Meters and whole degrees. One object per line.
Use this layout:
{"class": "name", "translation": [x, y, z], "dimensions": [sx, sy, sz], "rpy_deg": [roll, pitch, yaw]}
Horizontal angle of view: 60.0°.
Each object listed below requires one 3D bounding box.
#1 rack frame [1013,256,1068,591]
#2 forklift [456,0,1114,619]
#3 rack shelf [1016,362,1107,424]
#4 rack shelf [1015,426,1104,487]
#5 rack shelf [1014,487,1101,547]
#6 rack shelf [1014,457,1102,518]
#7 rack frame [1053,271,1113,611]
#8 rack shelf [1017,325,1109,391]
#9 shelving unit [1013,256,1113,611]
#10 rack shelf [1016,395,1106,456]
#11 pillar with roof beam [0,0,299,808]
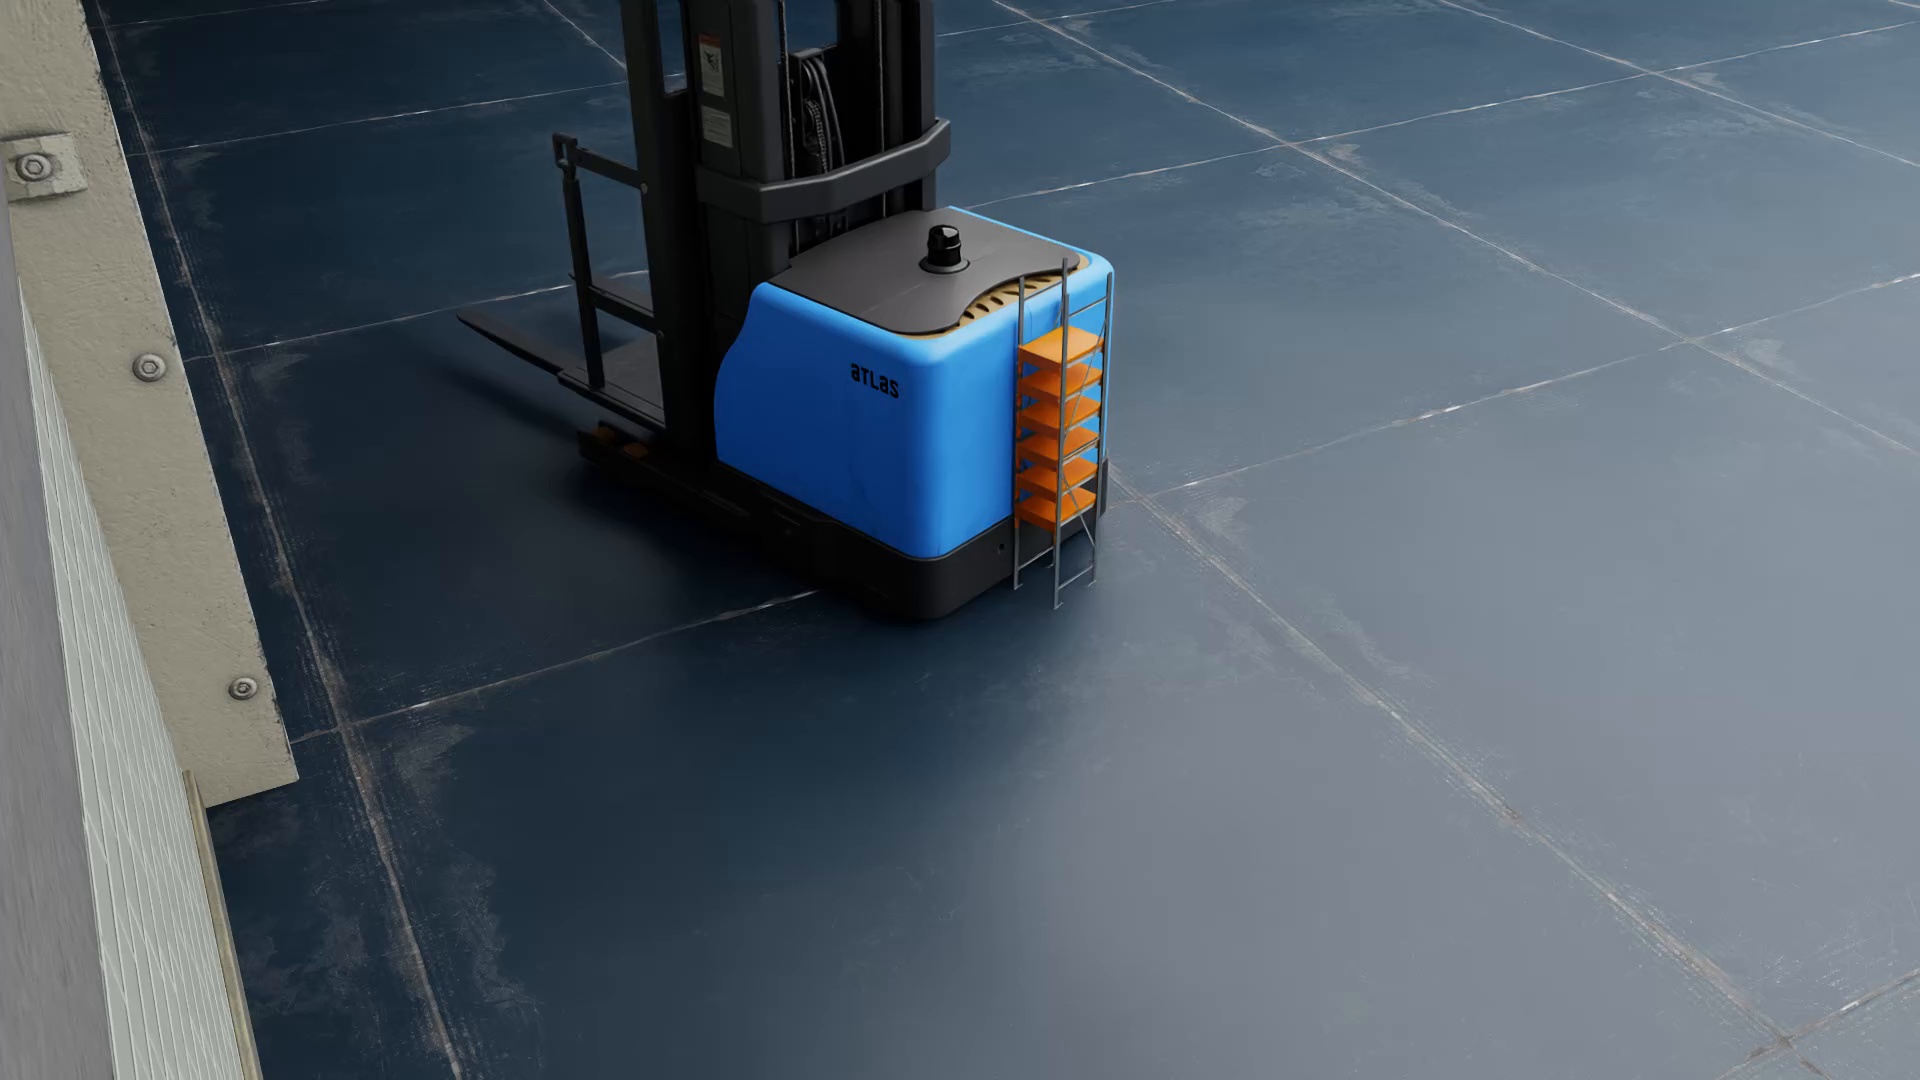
{"class": "rack frame", "translation": [0.270, -0.372, 5.674], "dimensions": [0.006, 1.200, 0.240], "rpy_deg": [26, 41, 34]}
{"class": "forklift", "translation": [-0.884, -1.636, 6.041], "dimensions": [3.031, 2.935, 1.130], "rpy_deg": [26, 41, 34]}
{"class": "rack shelf", "translation": [0.338, -0.504, 5.517], "dimensions": [0.180, 0.103, 0.258], "rpy_deg": [26, 41, 34]}
{"class": "rack shelf", "translation": [0.338, -0.302, 5.646], "dimensions": [0.180, 0.103, 0.258], "rpy_deg": [26, 41, 34]}
{"class": "rack shelf", "translation": [0.338, -0.100, 5.775], "dimensions": [0.180, 0.103, 0.258], "rpy_deg": [26, 41, 34]}
{"class": "rack shelf", "translation": [0.338, -0.201, 5.711], "dimensions": [0.180, 0.103, 0.258], "rpy_deg": [26, 41, 34]}
{"class": "rack frame", "translation": [0.406, -0.306, 5.571], "dimensions": [0.006, 1.200, 0.240], "rpy_deg": [26, 41, 34]}
{"class": "rack shelf", "translation": [0.338, -0.605, 5.452], "dimensions": [0.180, 0.103, 0.258], "rpy_deg": [26, 41, 34]}
{"class": "shelving unit", "translation": [0.338, -0.339, 5.622], "dimensions": [0.189, 1.200, 0.258], "rpy_deg": [26, 41, 34]}
{"class": "rack shelf", "translation": [0.338, -0.403, 5.581], "dimensions": [0.180, 0.103, 0.258], "rpy_deg": [26, 41, 34]}
{"class": "pillar with roof beam", "translation": [1.568, -4.197, 4.414], "dimensions": [9.100, 9.000, 0.400], "rpy_deg": [-16, 36, -23]}
